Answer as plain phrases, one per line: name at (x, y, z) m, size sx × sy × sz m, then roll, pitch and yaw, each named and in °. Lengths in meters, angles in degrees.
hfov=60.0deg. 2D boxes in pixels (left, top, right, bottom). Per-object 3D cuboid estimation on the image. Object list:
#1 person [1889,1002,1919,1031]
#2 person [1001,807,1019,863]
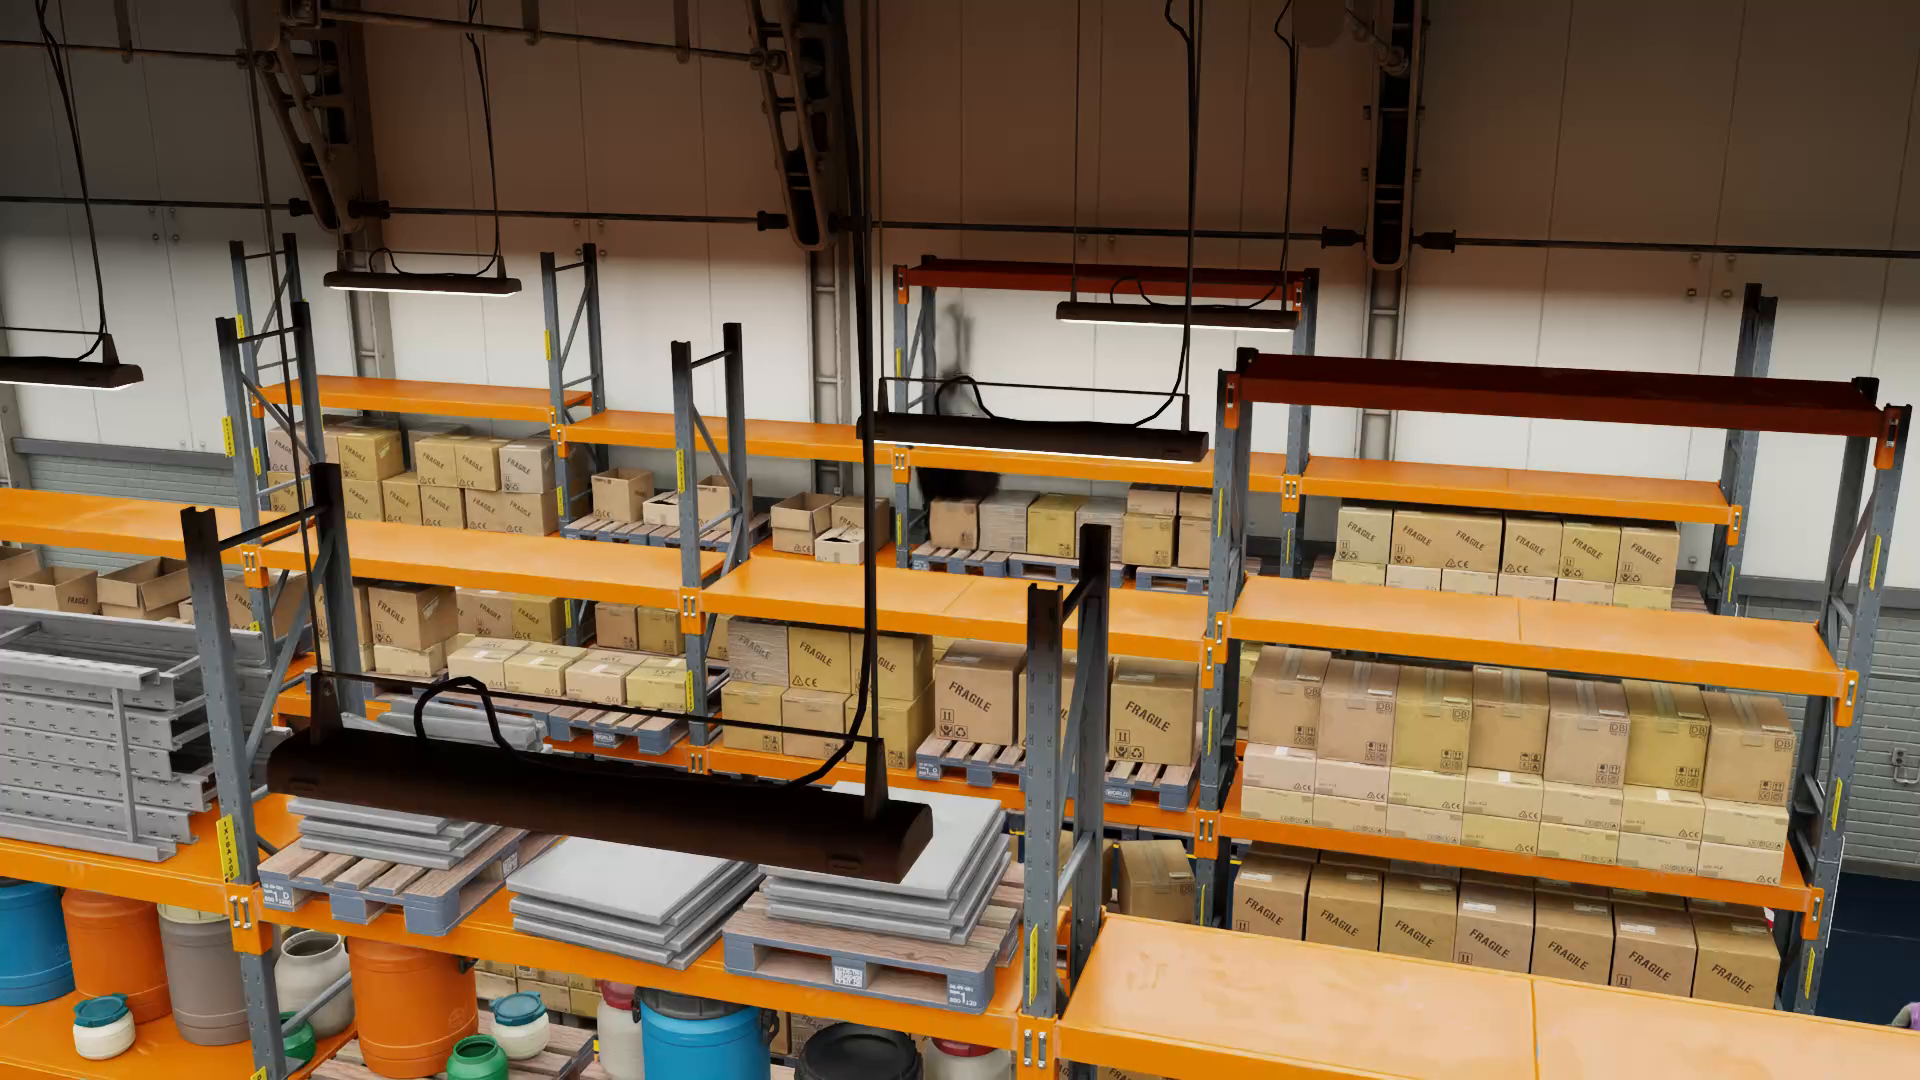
person at (7.114, 3.940, 12.302) m, size 0.545 × 1.589 × 0.685 m, roll 6°, pitch 17°, yaw 21°
person at (0.256, 2.717, 15.447) m, size 0.770 × 1.729 × 0.607 m, roll 6°, pitch 17°, yaw 21°
